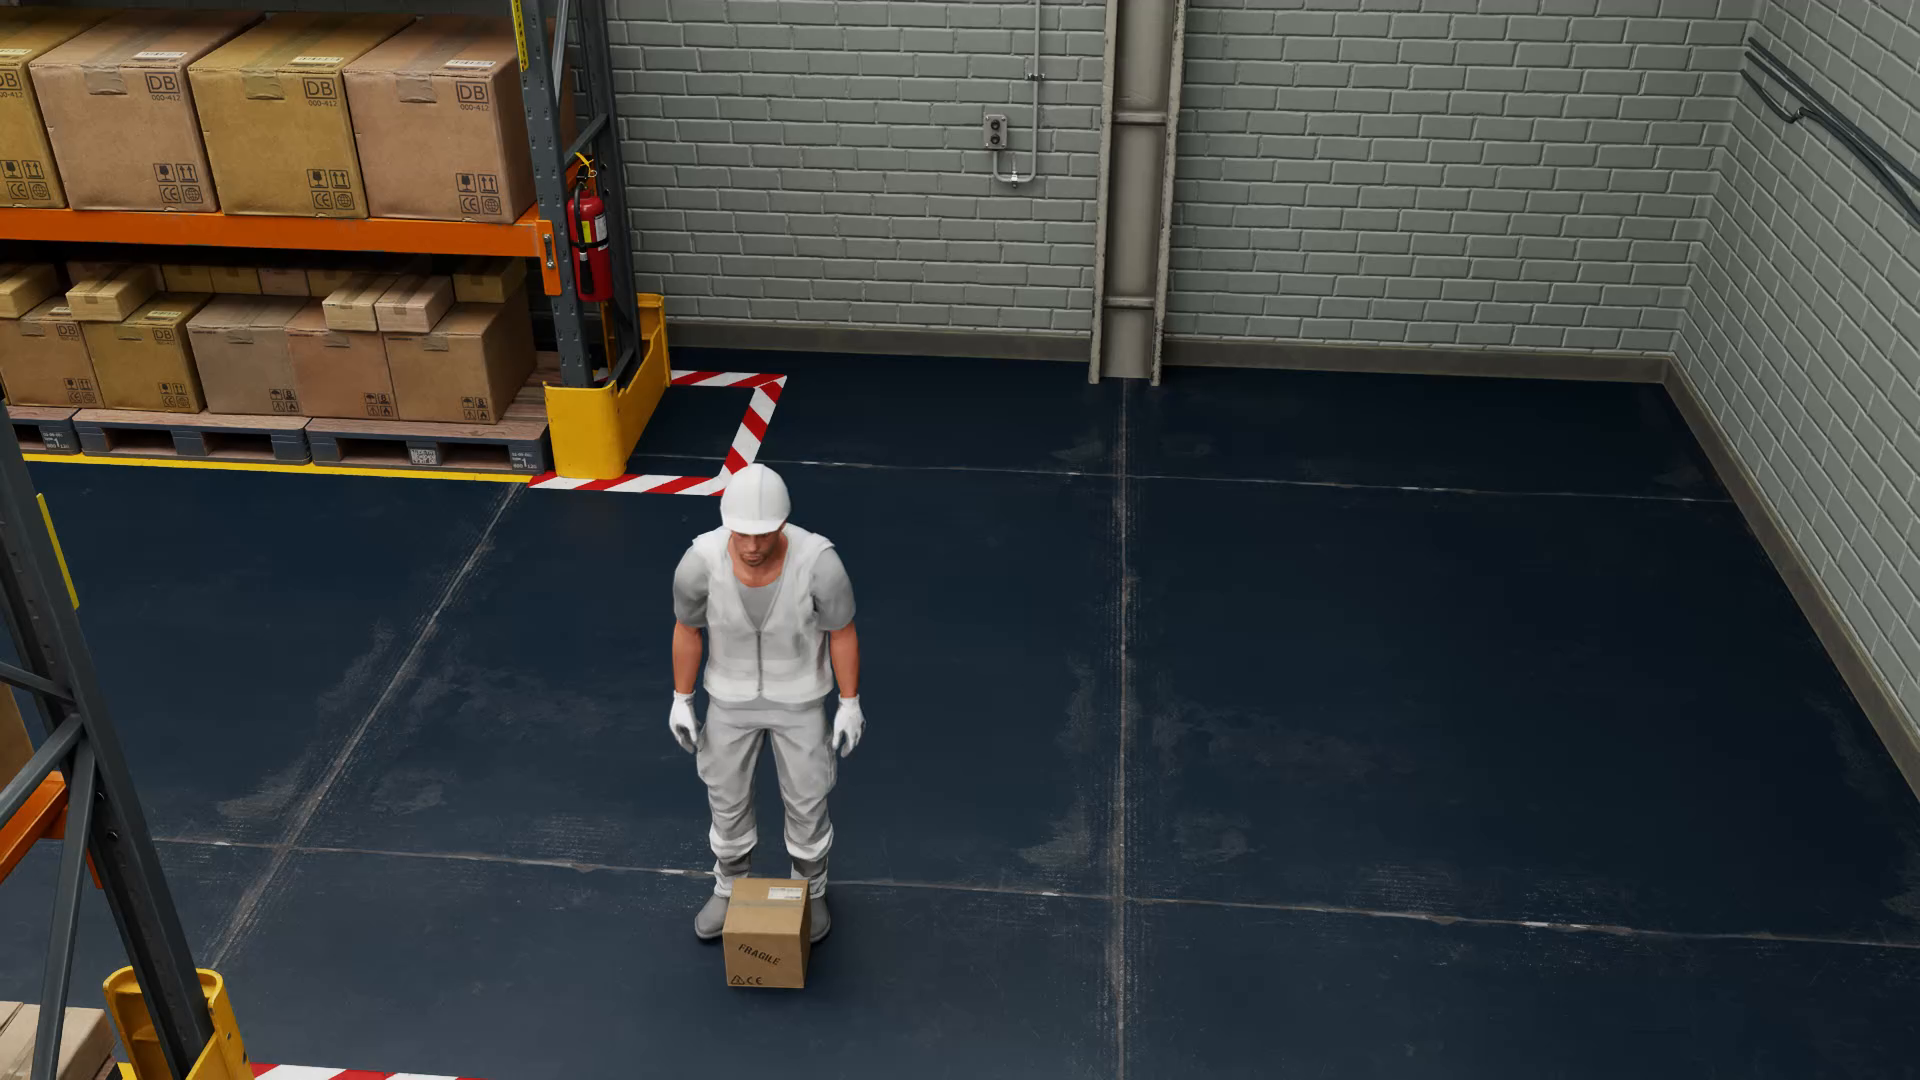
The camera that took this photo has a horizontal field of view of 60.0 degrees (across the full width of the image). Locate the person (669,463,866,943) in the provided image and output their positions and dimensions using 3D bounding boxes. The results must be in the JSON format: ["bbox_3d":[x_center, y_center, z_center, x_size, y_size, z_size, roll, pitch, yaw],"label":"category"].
[{"bbox_3d":[-0.610,0.525,5.268,0.623,1.780,0.446,1,32,2],"label":"person"}]
